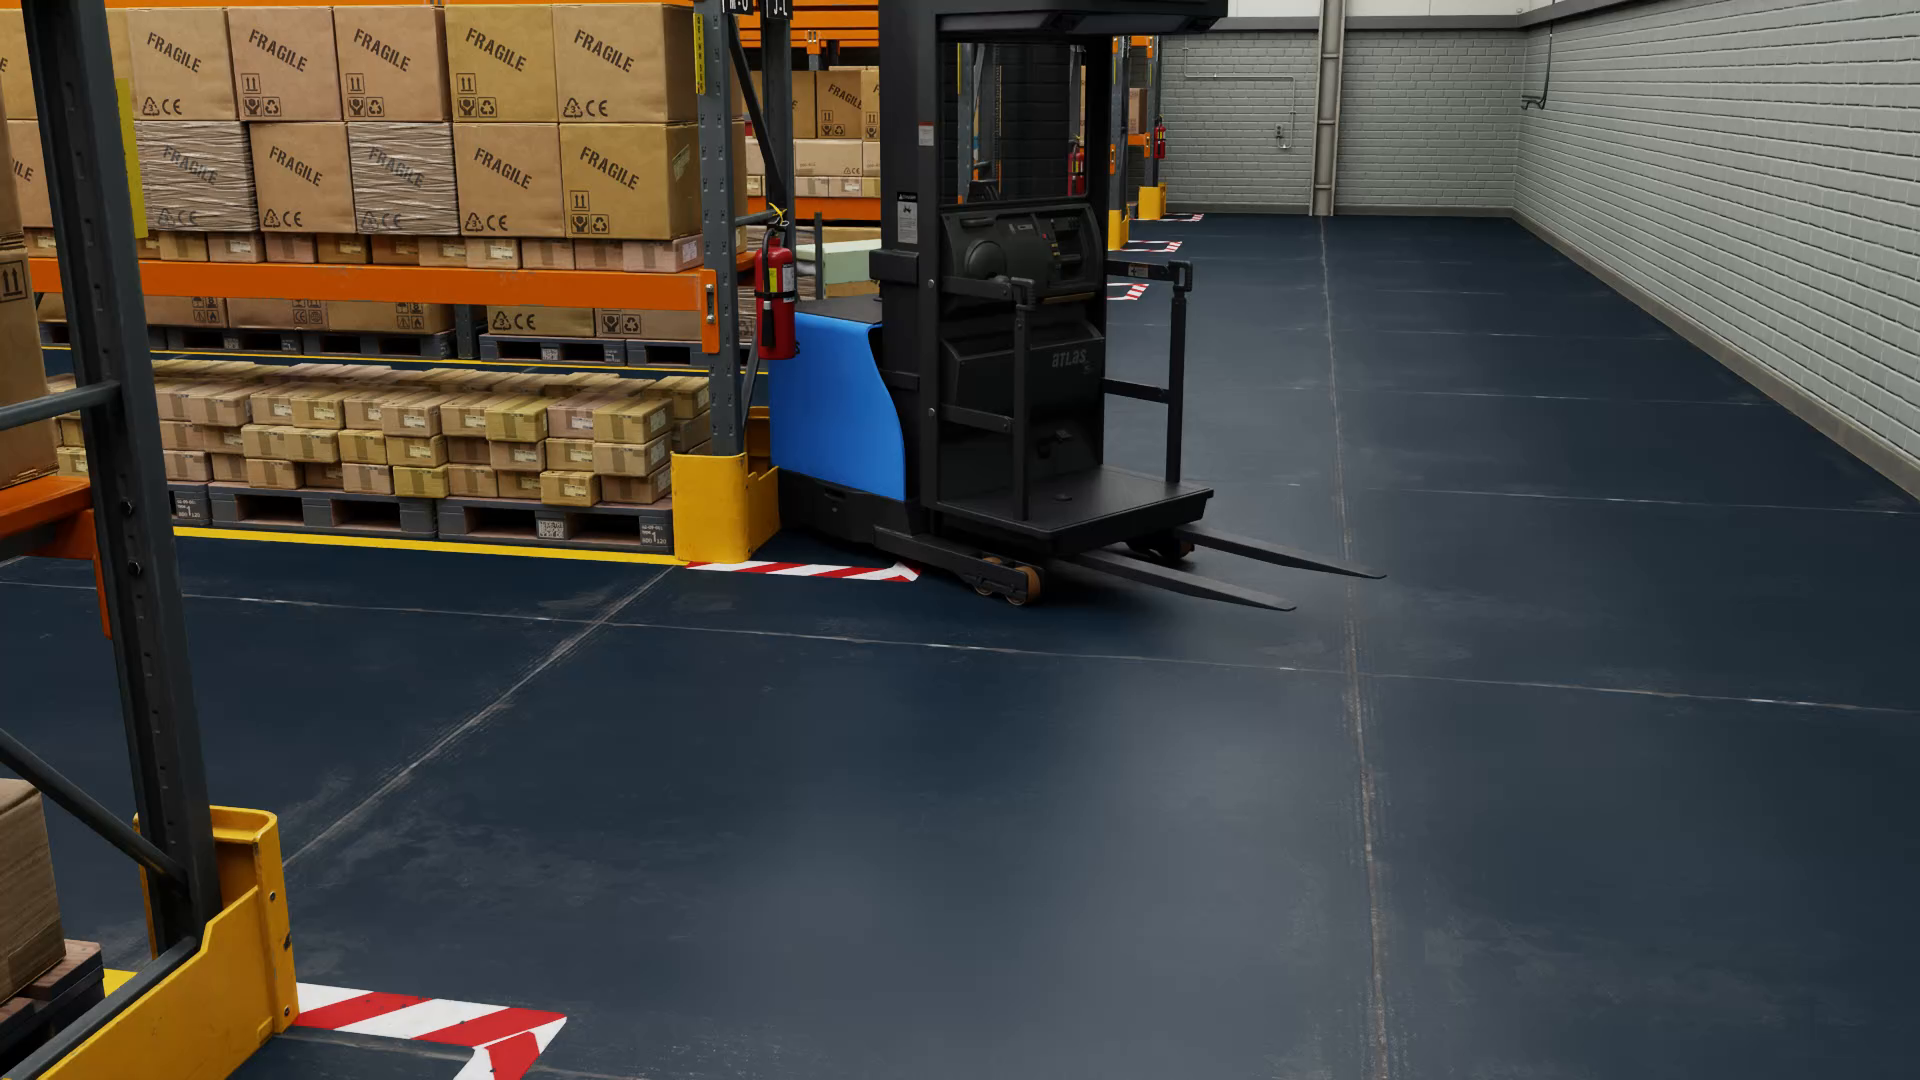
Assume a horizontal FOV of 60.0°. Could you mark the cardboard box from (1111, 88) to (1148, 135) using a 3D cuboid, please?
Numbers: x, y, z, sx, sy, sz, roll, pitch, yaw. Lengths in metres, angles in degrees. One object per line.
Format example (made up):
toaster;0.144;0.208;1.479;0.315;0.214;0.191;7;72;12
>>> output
cardboard box;2.575;-6.839;26.500;0.700;0.700;0.980;4;16;14

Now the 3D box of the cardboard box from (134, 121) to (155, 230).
cardboard box;-3.970;-1.778;8.047;0.500;0.500;0.500;3;16;11

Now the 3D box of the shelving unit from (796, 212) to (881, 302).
shelving unit;-0.545;-1.003;8.802;0.755;1.500;0.431;-13;20;-39

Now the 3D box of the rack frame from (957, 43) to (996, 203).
rack frame;0.116;-2.783;12.418;0.127;3.000;1.000;3;16;11

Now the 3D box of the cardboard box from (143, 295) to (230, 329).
cardboard box;-6.180;-2.295;13.851;0.875;0.875;1.225;3;16;11

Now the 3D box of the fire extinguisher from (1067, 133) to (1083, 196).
fire extinguisher;1.160;-3.734;16.698;0.183;0.674;0.296;3;16;11

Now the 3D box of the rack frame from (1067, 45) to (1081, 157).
rack frame;1.103;-4.078;17.096;0.127;3.000;1.000;3;16;11

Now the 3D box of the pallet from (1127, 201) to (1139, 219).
pallet;2.278;-5.348;26.904;1.213;0.211;1.003;3;16;11

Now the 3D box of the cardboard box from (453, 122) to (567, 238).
cardboard box;-1.967;-1.667;7.647;0.500;0.500;0.500;3;16;10

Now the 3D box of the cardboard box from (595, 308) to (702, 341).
cardboard box;-2.291;-2.070;13.039;0.875;0.875;0.875;3;16;11

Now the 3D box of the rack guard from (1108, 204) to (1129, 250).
rack guard;2.019;-4.173;22.121;0.348;0.500;1.175;3;16;11

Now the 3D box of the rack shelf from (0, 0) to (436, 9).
rack shelf;-5.764;-4.201;13.266;4.000;0.370;1.077;3;16;11

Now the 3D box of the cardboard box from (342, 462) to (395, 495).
cardboard box;-2.814;-0.343;8.164;0.250;0.149;0.380;3;16;12

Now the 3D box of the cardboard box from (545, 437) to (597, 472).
cardboard box;-1.791;-0.444;7.971;0.250;0.149;0.380;3;16;10

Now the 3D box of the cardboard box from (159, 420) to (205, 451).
cardboard box;-3.824;-0.563;8.404;0.250;0.149;0.380;2;16;8

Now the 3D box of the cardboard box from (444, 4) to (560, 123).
cardboard box;-1.966;-2.150;7.517;0.500;0.500;0.500;3;16;9

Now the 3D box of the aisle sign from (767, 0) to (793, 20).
aisle sign;-0.840;-2.818;7.676;0.004;0.787;0.394;3;16;11

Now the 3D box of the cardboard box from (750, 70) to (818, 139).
cardboard box;-1.300;-3.364;12.835;0.500;0.500;0.500;3;16;10

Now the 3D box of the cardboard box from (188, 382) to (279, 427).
cardboard box;-3.586;-0.672;8.239;0.250;0.149;0.380;3;16;12

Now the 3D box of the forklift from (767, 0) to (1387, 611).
forklift;0.430;-1.260;7.170;1.129;2.867;3.031;-14;21;-41

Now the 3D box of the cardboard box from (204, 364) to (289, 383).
cardboard box;-3.749;-0.819;8.768;0.250;0.149;0.380;4;16;13

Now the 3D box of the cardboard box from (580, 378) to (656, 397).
cardboard box;-1.712;-0.706;8.359;0.250;0.149;0.380;3;16;12

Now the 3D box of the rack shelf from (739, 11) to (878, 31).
rack shelf;-0.857;-5.283;17.175;4.000;0.370;1.077;3;16;11

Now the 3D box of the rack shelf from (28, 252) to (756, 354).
rack shelf;-2.932;-1.250;8.234;4.000;0.370;1.077;3;16;11

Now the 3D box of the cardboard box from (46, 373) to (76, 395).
cardboard box;-4.595;-0.746;8.505;0.250;0.149;0.380;4;16;13

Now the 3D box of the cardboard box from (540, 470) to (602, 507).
cardboard box;-1.801;-0.280;7.936;0.250;0.149;0.380;4;16;13

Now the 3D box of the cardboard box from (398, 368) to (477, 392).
cardboard box;-2.711;-0.787;8.654;0.250;0.149;0.380;3;16;12

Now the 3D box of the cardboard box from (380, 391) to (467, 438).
cardboard box;-2.570;-0.606;8.002;0.250;0.149;0.380;4;16;13

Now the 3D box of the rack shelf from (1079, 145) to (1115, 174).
rack shelf;0.134;-5.134;22.253;4.000;0.370;1.077;3;16;11

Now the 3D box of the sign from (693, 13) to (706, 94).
sign;-1.102;-2.057;7.036;0.005;0.325;0.100;3;16;11

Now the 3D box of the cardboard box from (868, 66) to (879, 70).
cardboard box;-0.915;-5.991;21.939;0.500;0.500;0.500;3;16;9

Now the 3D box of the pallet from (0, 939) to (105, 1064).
pallet;-2.658;1.132;3.511;1.213;0.211;1.003;3;16;11

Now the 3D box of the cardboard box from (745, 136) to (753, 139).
cardboard box;-1.816;-3.030;13.034;0.500;0.250;0.500;3;16;10

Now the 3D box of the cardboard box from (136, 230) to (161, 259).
cardboard box;-3.874;-1.471;8.153;0.250;0.149;0.380;2;16;9

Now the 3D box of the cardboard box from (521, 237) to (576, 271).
cardboard box;-1.832;-1.345;7.700;0.250;0.149;0.380;3;16;11

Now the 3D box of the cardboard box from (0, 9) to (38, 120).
cardboard box;-4.498;-2.289;8.018;0.500;0.500;0.500;3;16;12

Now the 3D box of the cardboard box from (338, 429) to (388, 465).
cardboard box;-2.813;-0.486;8.122;0.250;0.149;0.380;4;16;14

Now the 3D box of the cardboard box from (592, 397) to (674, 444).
cardboard box;-1.541;-0.567;7.861;0.250;0.149;0.380;3;16;12

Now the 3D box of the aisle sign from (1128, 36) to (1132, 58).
aisle sign;2.219;-6.700;21.690;0.004;0.787;0.394;3;16;11

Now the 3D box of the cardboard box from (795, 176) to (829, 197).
cardboard box;-1.045;-2.635;12.356;0.250;0.149;0.380;3;16;12

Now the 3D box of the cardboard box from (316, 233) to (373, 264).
cardboard box;-2.855;-1.414;7.949;0.250;0.149;0.380;3;16;12

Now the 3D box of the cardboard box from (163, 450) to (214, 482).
cardboard box;-3.825;-0.414;8.422;0.250;0.149;0.380;3;16;10

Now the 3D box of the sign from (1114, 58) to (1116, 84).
sign;1.963;-5.940;21.056;0.005;0.325;0.100;3;16;11

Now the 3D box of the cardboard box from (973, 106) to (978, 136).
cardboard box;0.110;-5.456;21.883;0.500;0.500;0.500;3;16;10
